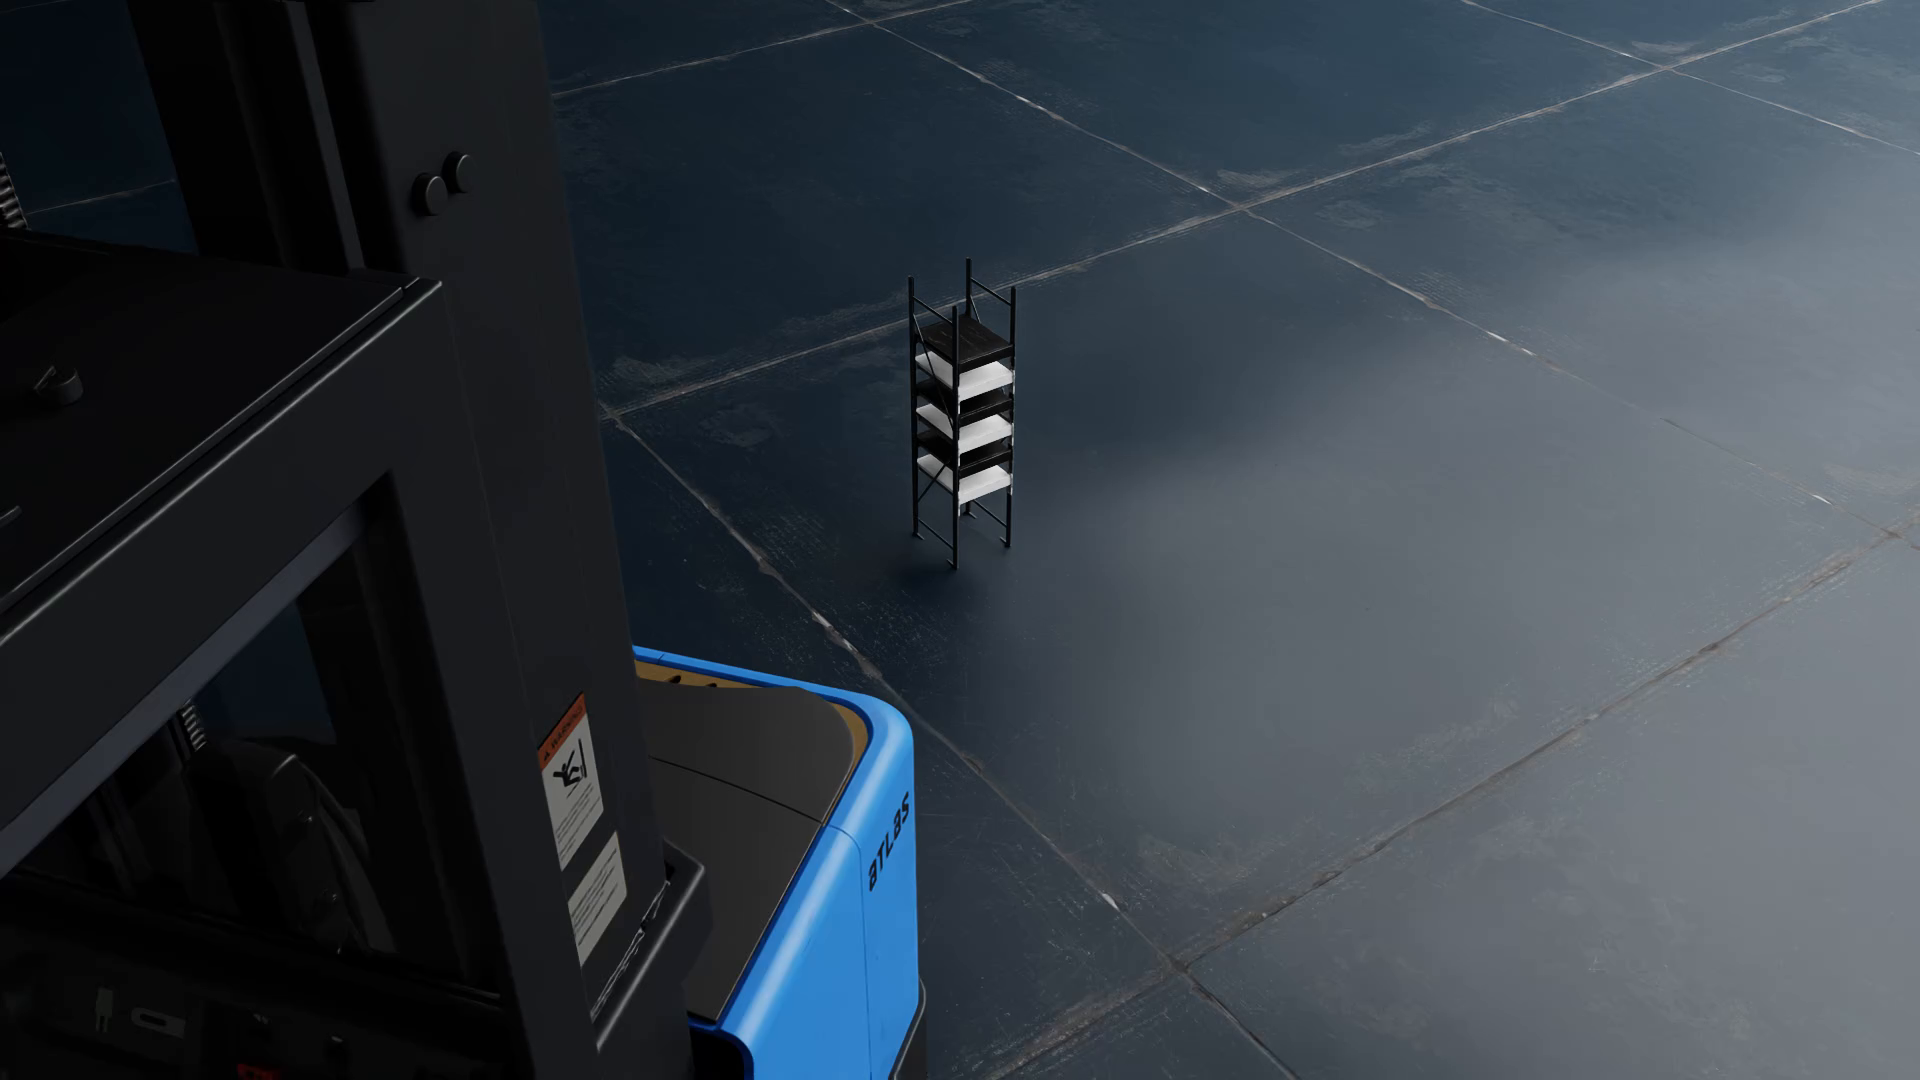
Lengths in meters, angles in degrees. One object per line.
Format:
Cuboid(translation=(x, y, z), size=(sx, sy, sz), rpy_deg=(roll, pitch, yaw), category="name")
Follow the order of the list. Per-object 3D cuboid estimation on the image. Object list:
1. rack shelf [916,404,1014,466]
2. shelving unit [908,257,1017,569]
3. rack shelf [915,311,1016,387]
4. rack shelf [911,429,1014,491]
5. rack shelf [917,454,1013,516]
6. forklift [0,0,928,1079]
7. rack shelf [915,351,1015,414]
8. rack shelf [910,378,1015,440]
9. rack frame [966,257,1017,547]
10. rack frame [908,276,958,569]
Cuboid(translation=(0.007, -0.341, 5.010), size=(0.200, 0.077, 0.258), rpy_deg=(-22, 41, -28), category="rack shelf")
Cuboid(translation=(0.007, -0.368, 4.991), size=(0.210, 0.900, 0.258), rpy_deg=(-22, 41, -28), category="shelving unit")
Cuboid(translation=(0.007, -0.560, 4.853), size=(0.200, 0.077, 0.258), rpy_deg=(-22, 41, -28), category="rack shelf")
Cuboid(translation=(0.007, -0.268, 5.063), size=(0.200, 0.077, 0.258), rpy_deg=(-22, 41, -28), category="rack shelf")
Cuboid(translation=(0.007, -0.195, 5.116), size=(0.200, 0.077, 0.258), rpy_deg=(-22, 41, -28), category="rack shelf")
Cuboid(translation=(-1.000, 0.711, 1.751), size=(1.130, 2.935, 3.031), rpy_deg=(10, 37, 14), category="forklift")
Cuboid(translation=(0.007, -0.487, 4.905), size=(0.200, 0.077, 0.258), rpy_deg=(-22, 41, -28), category="rack shelf")
Cuboid(translation=(0.007, -0.414, 4.958), size=(0.200, 0.077, 0.258), rpy_deg=(-22, 41, -28), category="rack shelf")
Cuboid(translation=(0.090, -0.402, 5.039), size=(0.006, 0.900, 0.240), rpy_deg=(-22, 41, -28), category="rack frame")
Cuboid(translation=(-0.076, -0.334, 4.943), size=(0.006, 0.900, 0.240), rpy_deg=(-22, 41, -28), category="rack frame")
